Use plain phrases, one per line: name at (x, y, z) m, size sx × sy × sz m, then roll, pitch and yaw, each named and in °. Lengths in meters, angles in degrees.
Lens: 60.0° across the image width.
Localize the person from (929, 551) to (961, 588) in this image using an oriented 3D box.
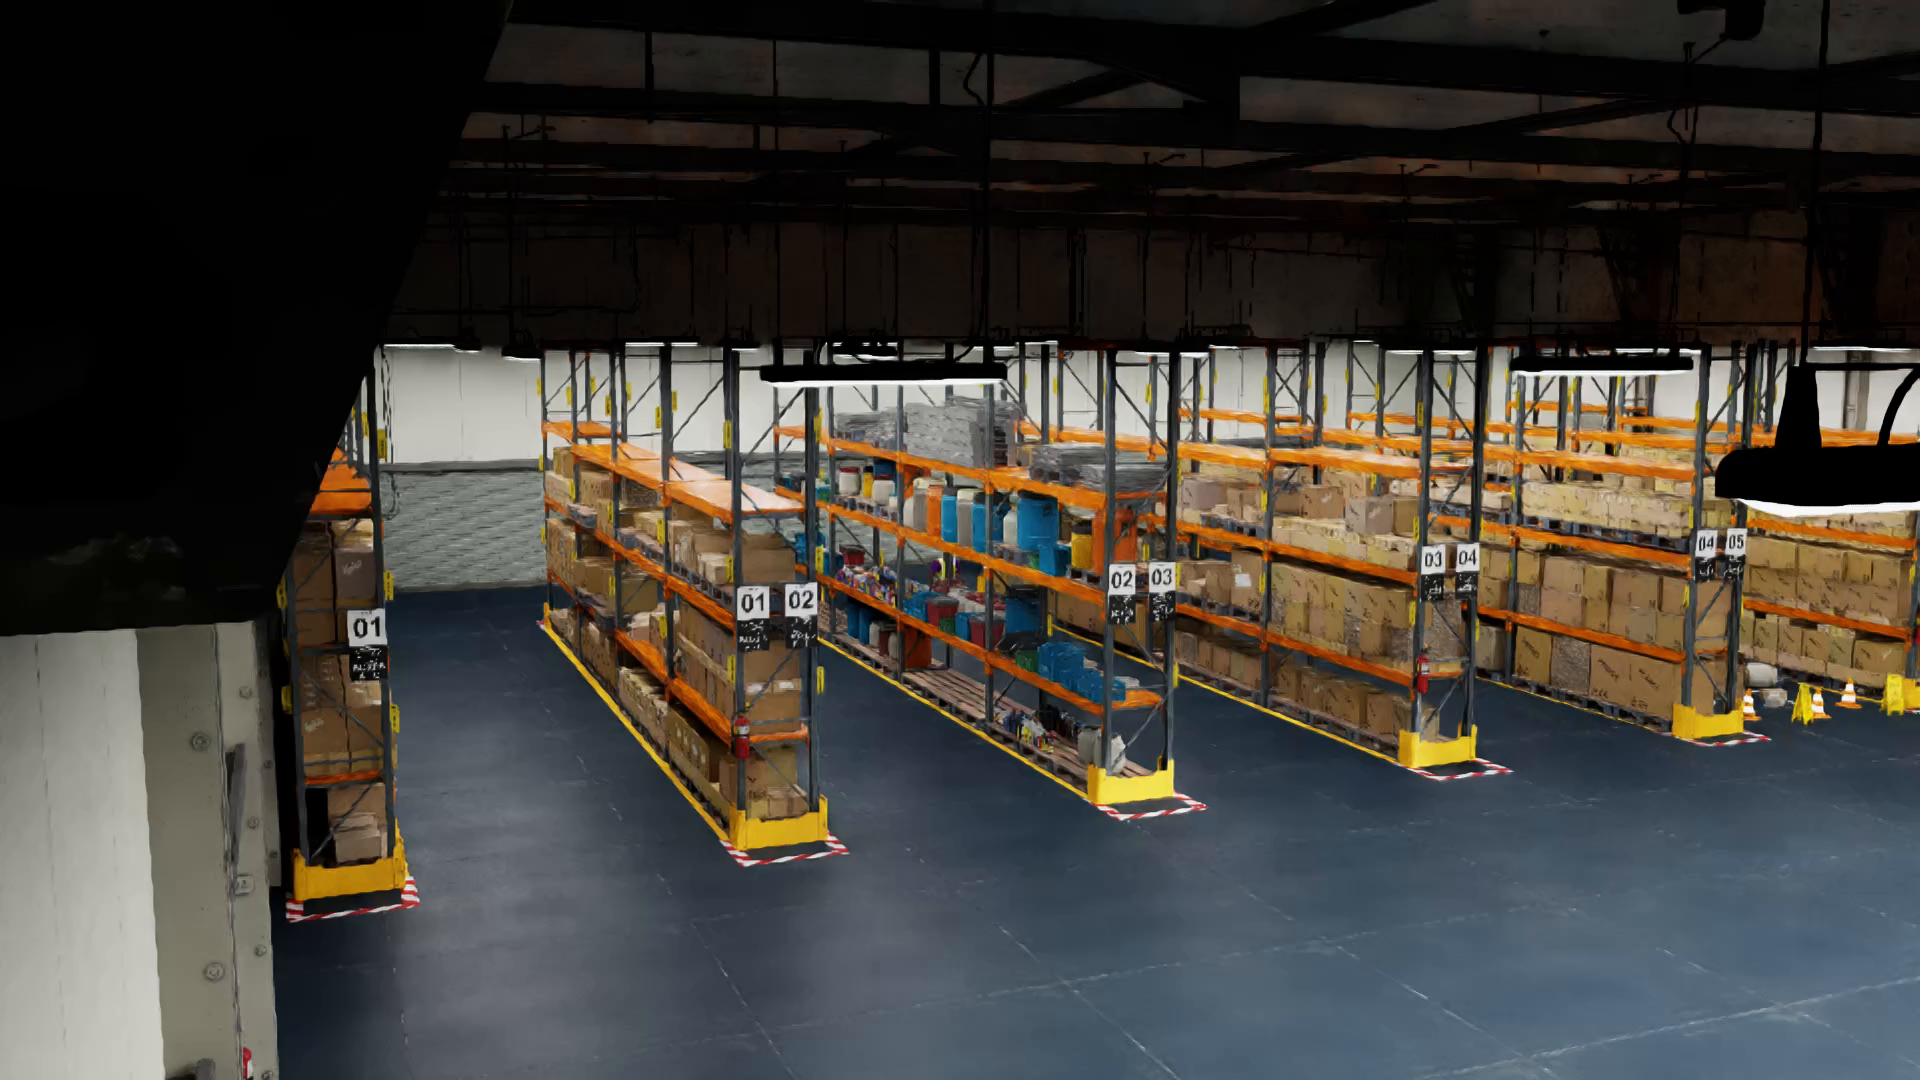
person at (-0.299, 0.958, 34.886) m, size 0.719 × 1.714 × 0.578 m, roll -3°, pitch 8°, yaw -23°

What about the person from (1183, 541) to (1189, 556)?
person at (6.087, -0.247, 44.285) m, size 0.524 × 1.671 × 0.522 m, roll 2°, pitch 8°, yaw 16°
